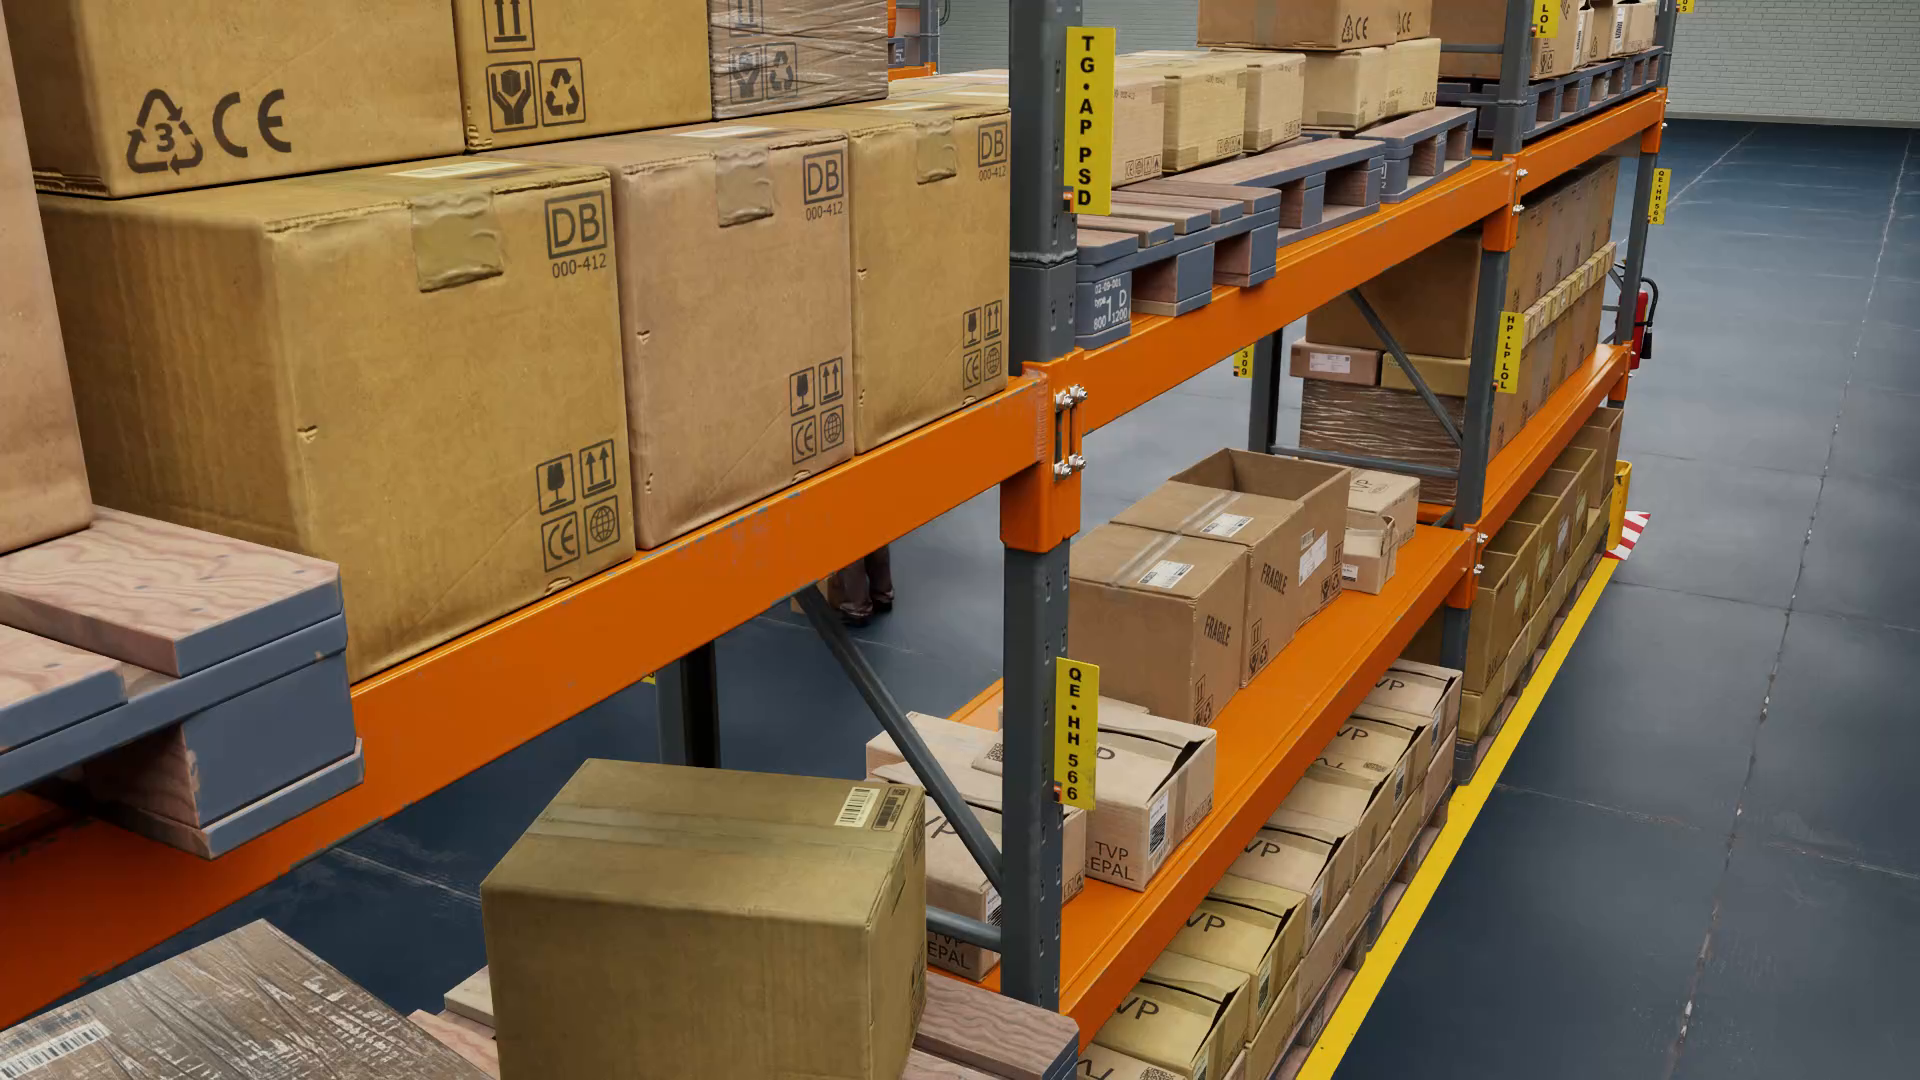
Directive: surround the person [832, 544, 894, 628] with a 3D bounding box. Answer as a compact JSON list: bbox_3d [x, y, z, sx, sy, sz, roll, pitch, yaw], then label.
[{"bbox_3d":[-0.551,-0.371,9.168,0.427,1.719,0.581,9,21,25],"label":"person"}]
